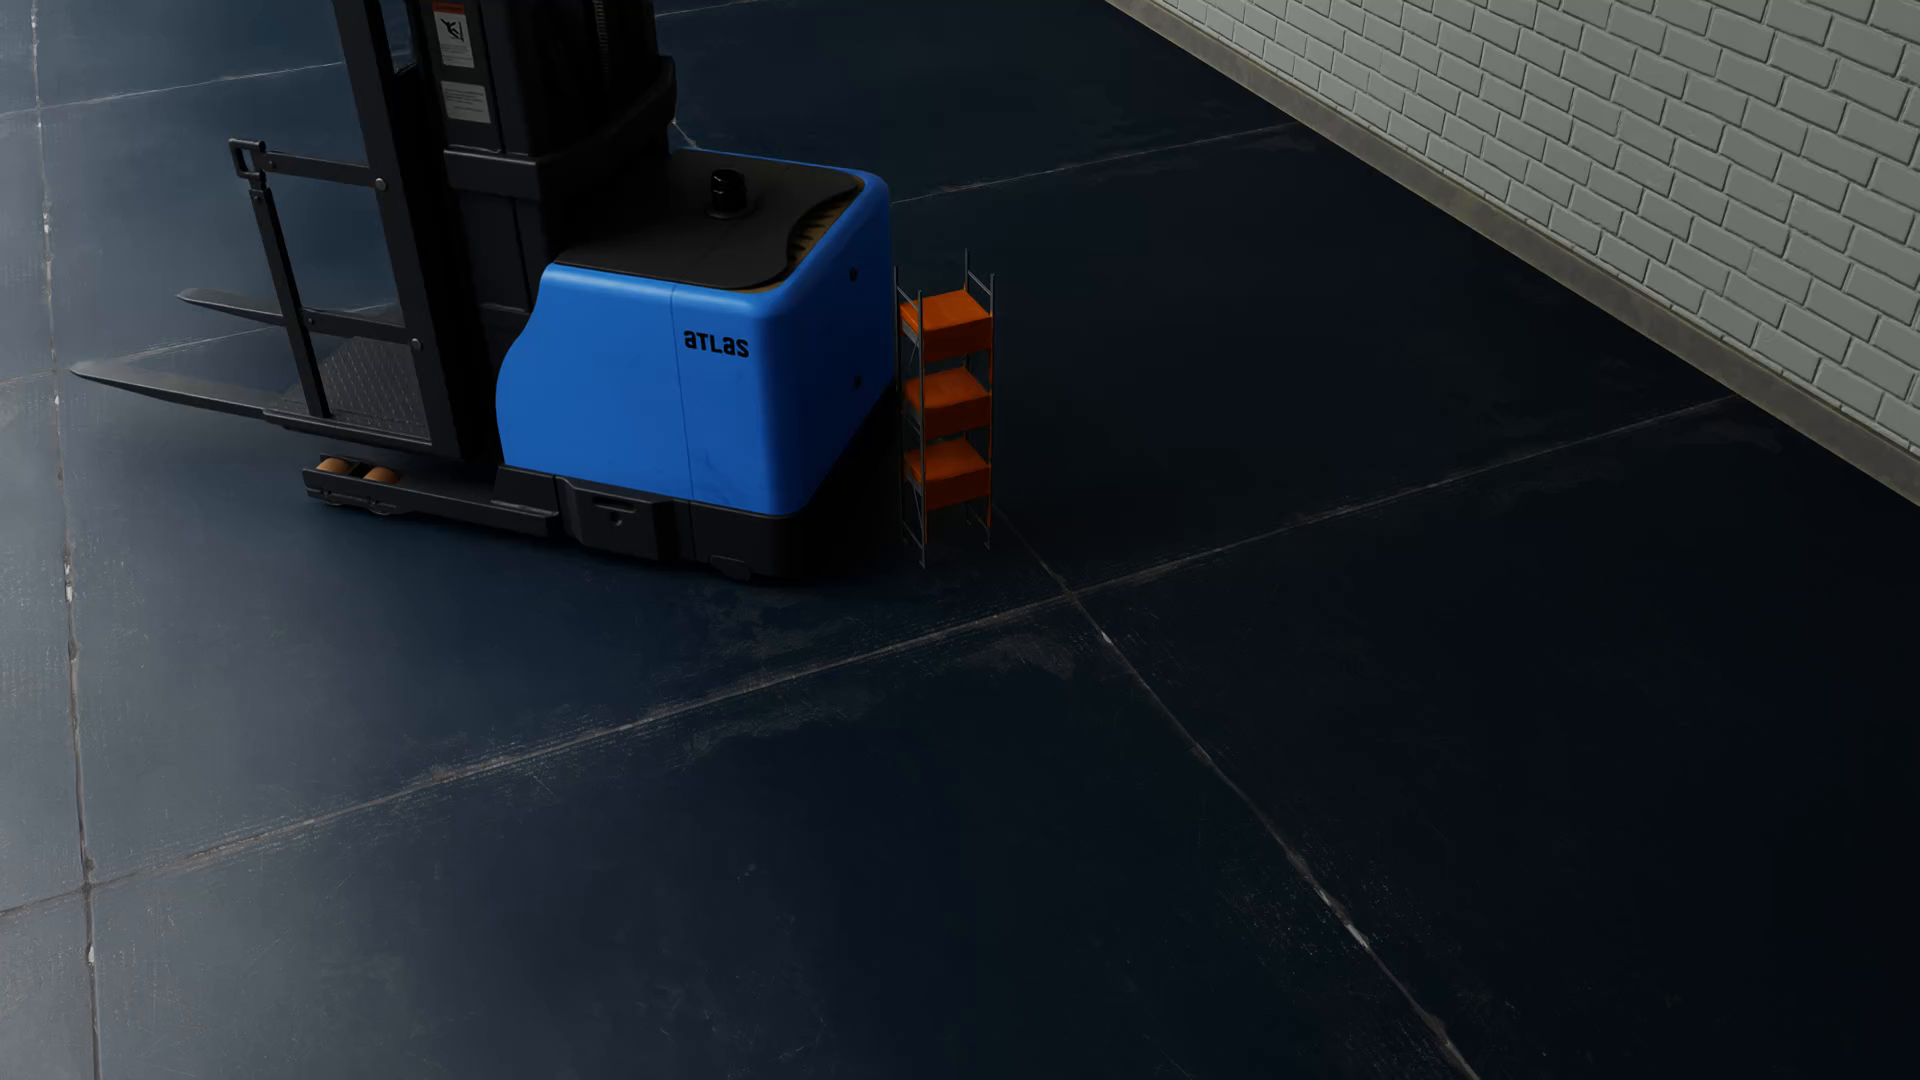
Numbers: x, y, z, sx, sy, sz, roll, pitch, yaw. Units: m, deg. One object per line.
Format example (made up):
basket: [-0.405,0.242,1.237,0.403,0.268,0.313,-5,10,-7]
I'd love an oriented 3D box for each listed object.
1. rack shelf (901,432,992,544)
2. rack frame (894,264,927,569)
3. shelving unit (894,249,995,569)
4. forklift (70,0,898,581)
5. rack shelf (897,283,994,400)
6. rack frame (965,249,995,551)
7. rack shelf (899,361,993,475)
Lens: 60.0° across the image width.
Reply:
rack shelf: [-0.048,-0.176,5.591,0.240,0.259,0.215,-16,39,-20]
rack frame: [-0.159,-0.377,5.377,0.008,1.050,0.200,-16,39,-20]
shelving unit: [-0.048,-0.408,5.419,0.252,1.050,0.215,-16,39,-20]
forklift: [-1.799,-1.551,5.381,3.031,2.935,1.130,11,38,14]
rack shelf: [-0.048,-0.628,5.256,0.240,0.259,0.215,-16,39,-20]
rack frame: [0.062,-0.439,5.461,0.008,1.050,0.200,-16,39,-20]
rack shelf: [-0.048,-0.400,5.425,0.240,0.259,0.215,-16,39,-20]
